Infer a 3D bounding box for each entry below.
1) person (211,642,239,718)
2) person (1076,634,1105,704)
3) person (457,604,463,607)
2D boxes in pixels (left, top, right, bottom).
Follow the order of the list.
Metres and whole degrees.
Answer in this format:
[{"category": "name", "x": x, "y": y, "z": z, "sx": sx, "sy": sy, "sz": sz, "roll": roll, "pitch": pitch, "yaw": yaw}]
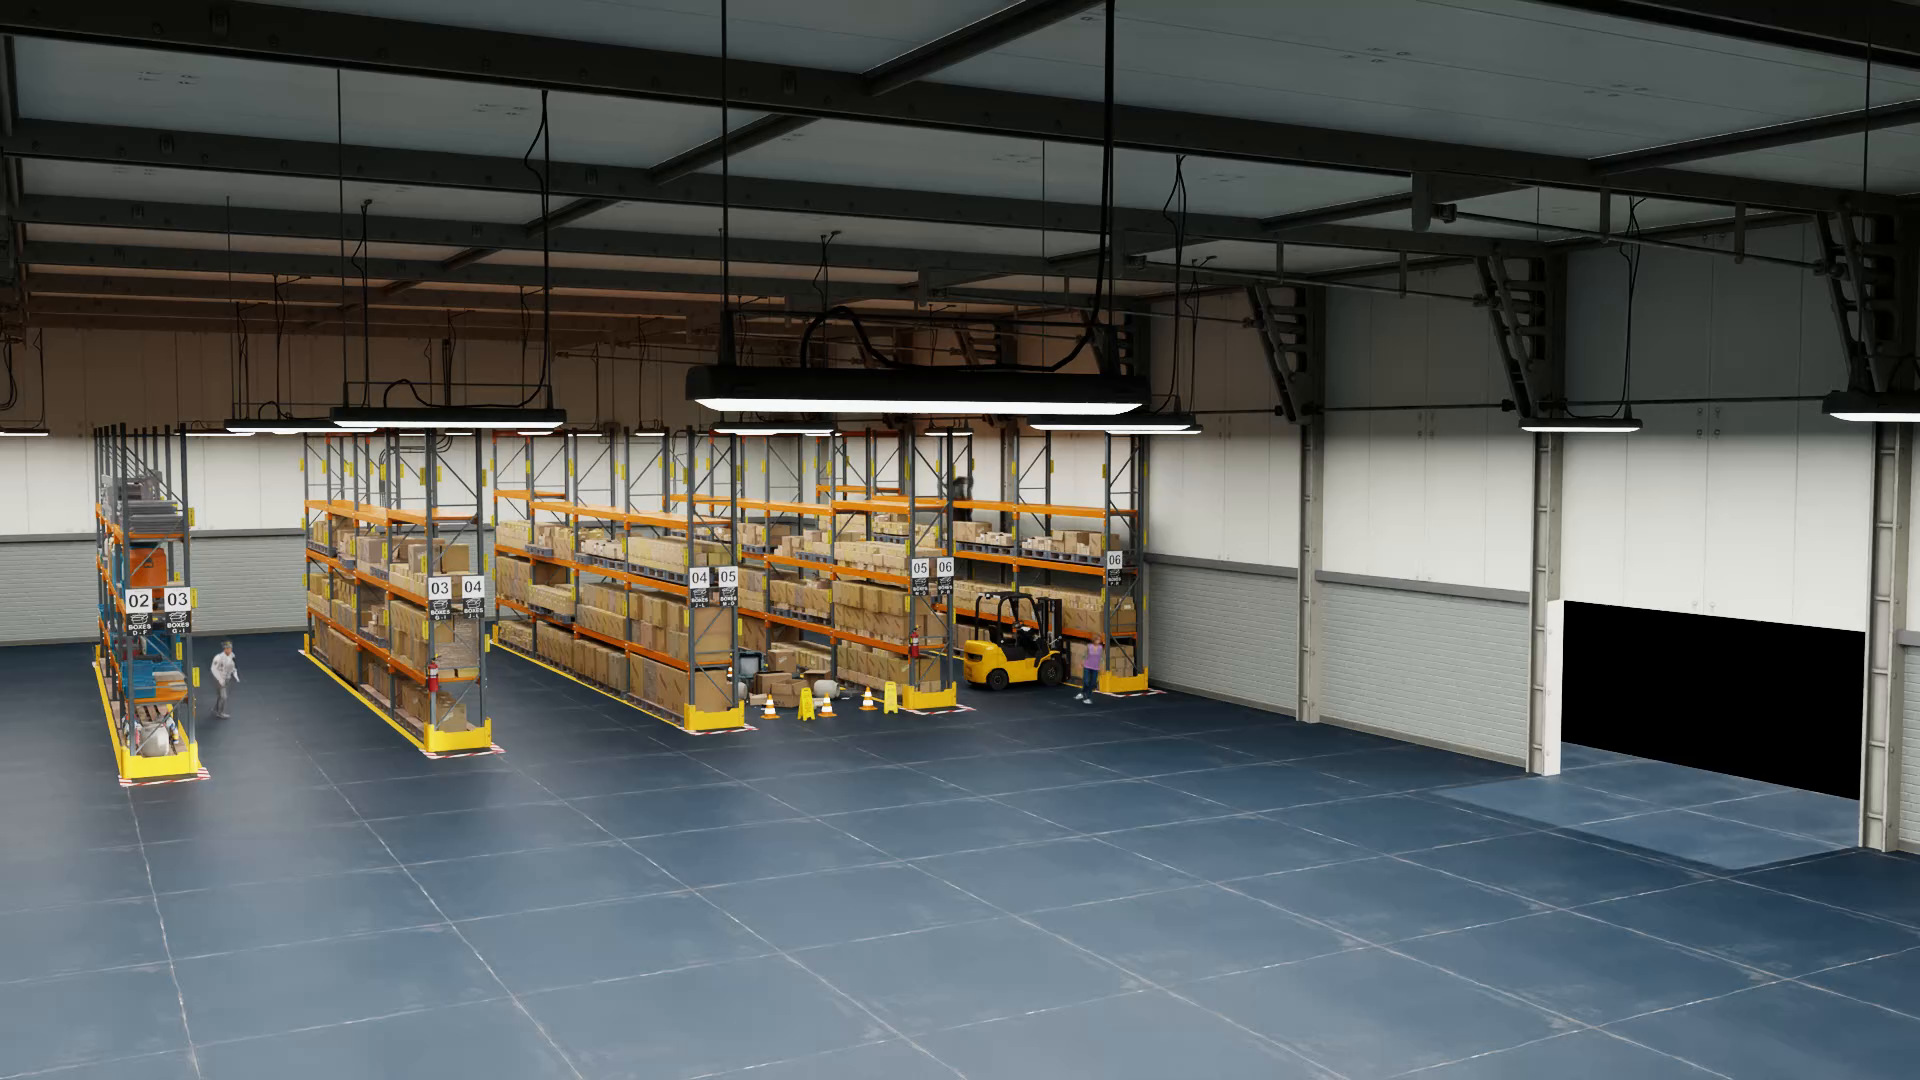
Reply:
[{"category": "person", "x": -15.185, "y": 2.866, "z": 34.159, "sx": 0.759, "sy": 1.623, "sz": 0.604, "roll": 1, "pitch": 4, "yaw": 20}, {"category": "person", "x": 2.826, "y": 2.780, "z": 35.901, "sx": 0.568, "sy": 1.553, "sz": 0.535, "roll": -1, "pitch": 4, "yaw": -13}, {"category": "person", "x": -13.754, "y": 2.157, "z": 45.318, "sx": 0.491, "sy": 1.707, "sz": 0.782, "roll": -2, "pitch": 4, "yaw": -33}]
